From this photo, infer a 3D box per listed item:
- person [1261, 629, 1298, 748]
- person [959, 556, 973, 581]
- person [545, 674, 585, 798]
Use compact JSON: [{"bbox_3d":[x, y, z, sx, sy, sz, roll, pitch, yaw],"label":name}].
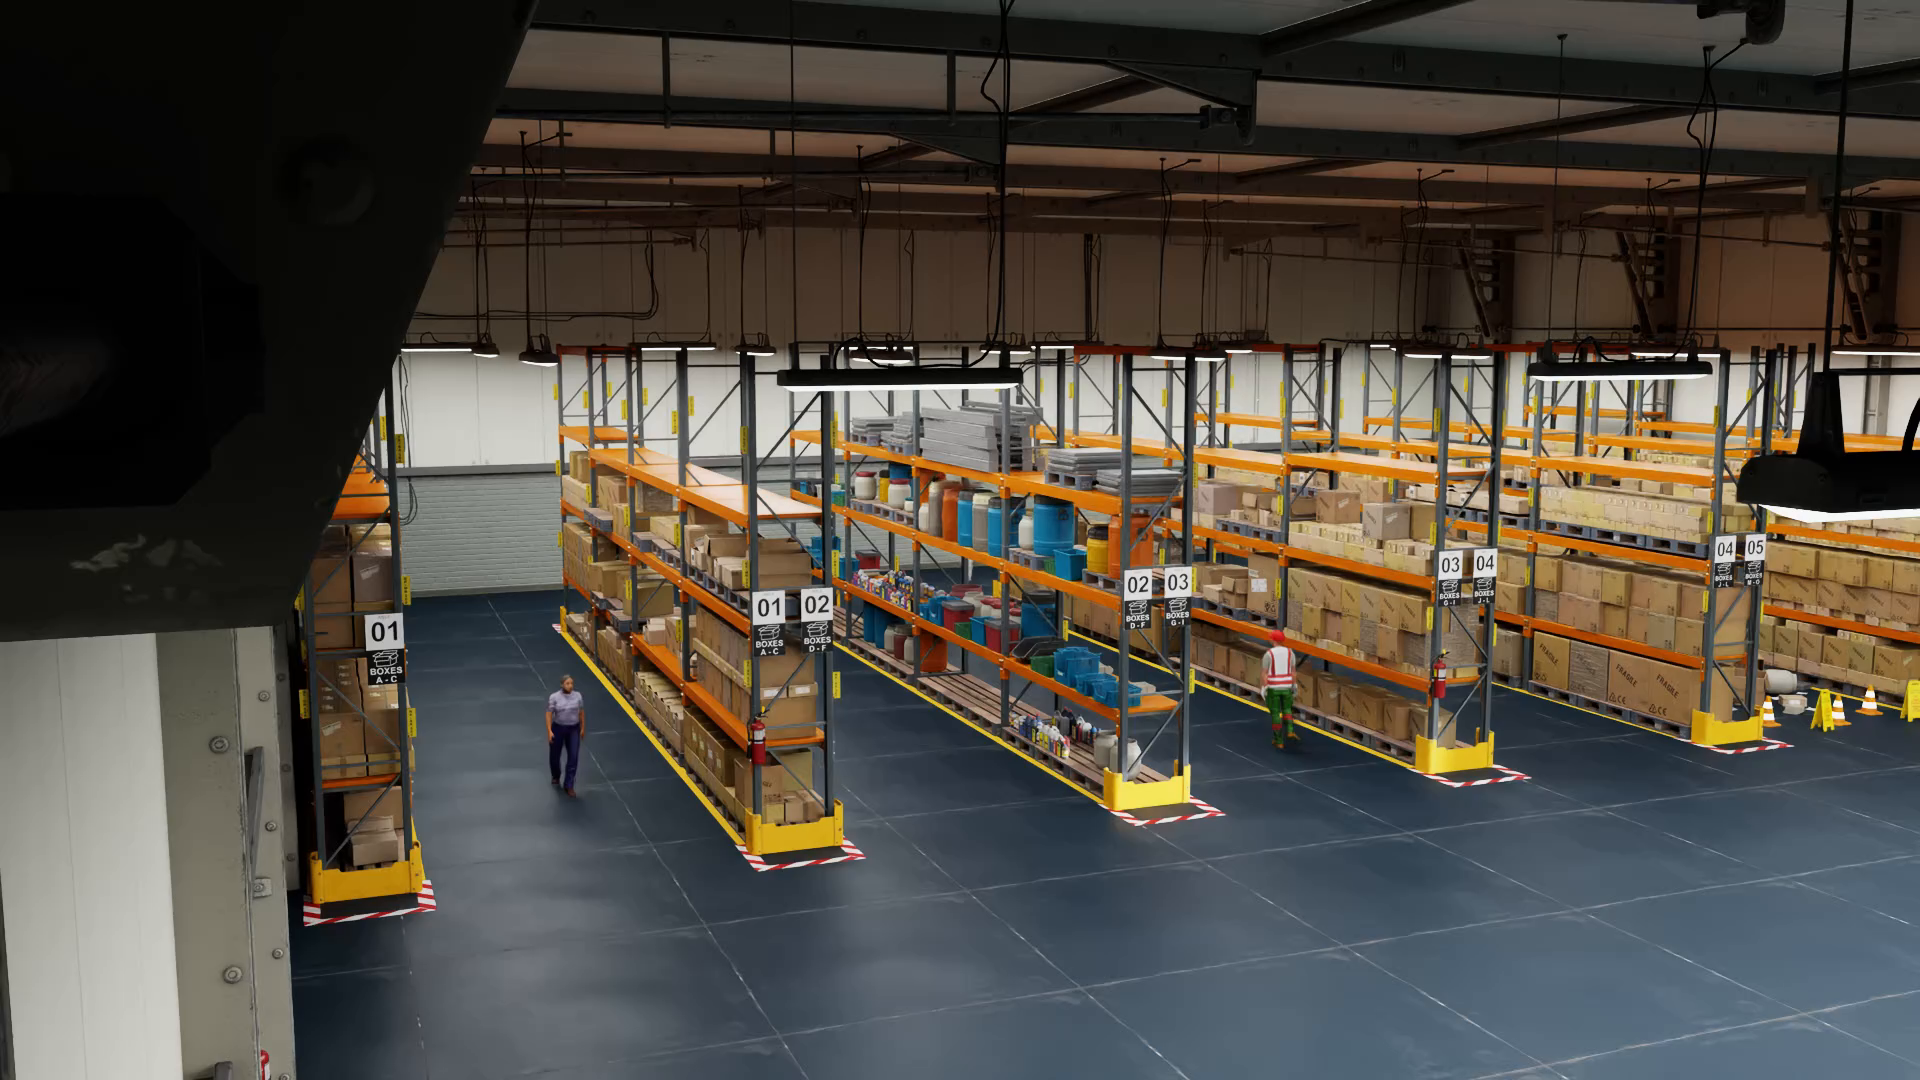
[{"bbox_3d":[4.854,2.251,25.202,0.584,1.779,0.467,-1,7,-8],"label":"person"},{"bbox_3d":[0.174,0.180,42.010,0.491,1.608,1.007,1,7,6],"label":"person"},{"bbox_3d":[-5.400,2.660,22.819,0.559,1.626,0.790,-3,8,-25],"label":"person"}]
